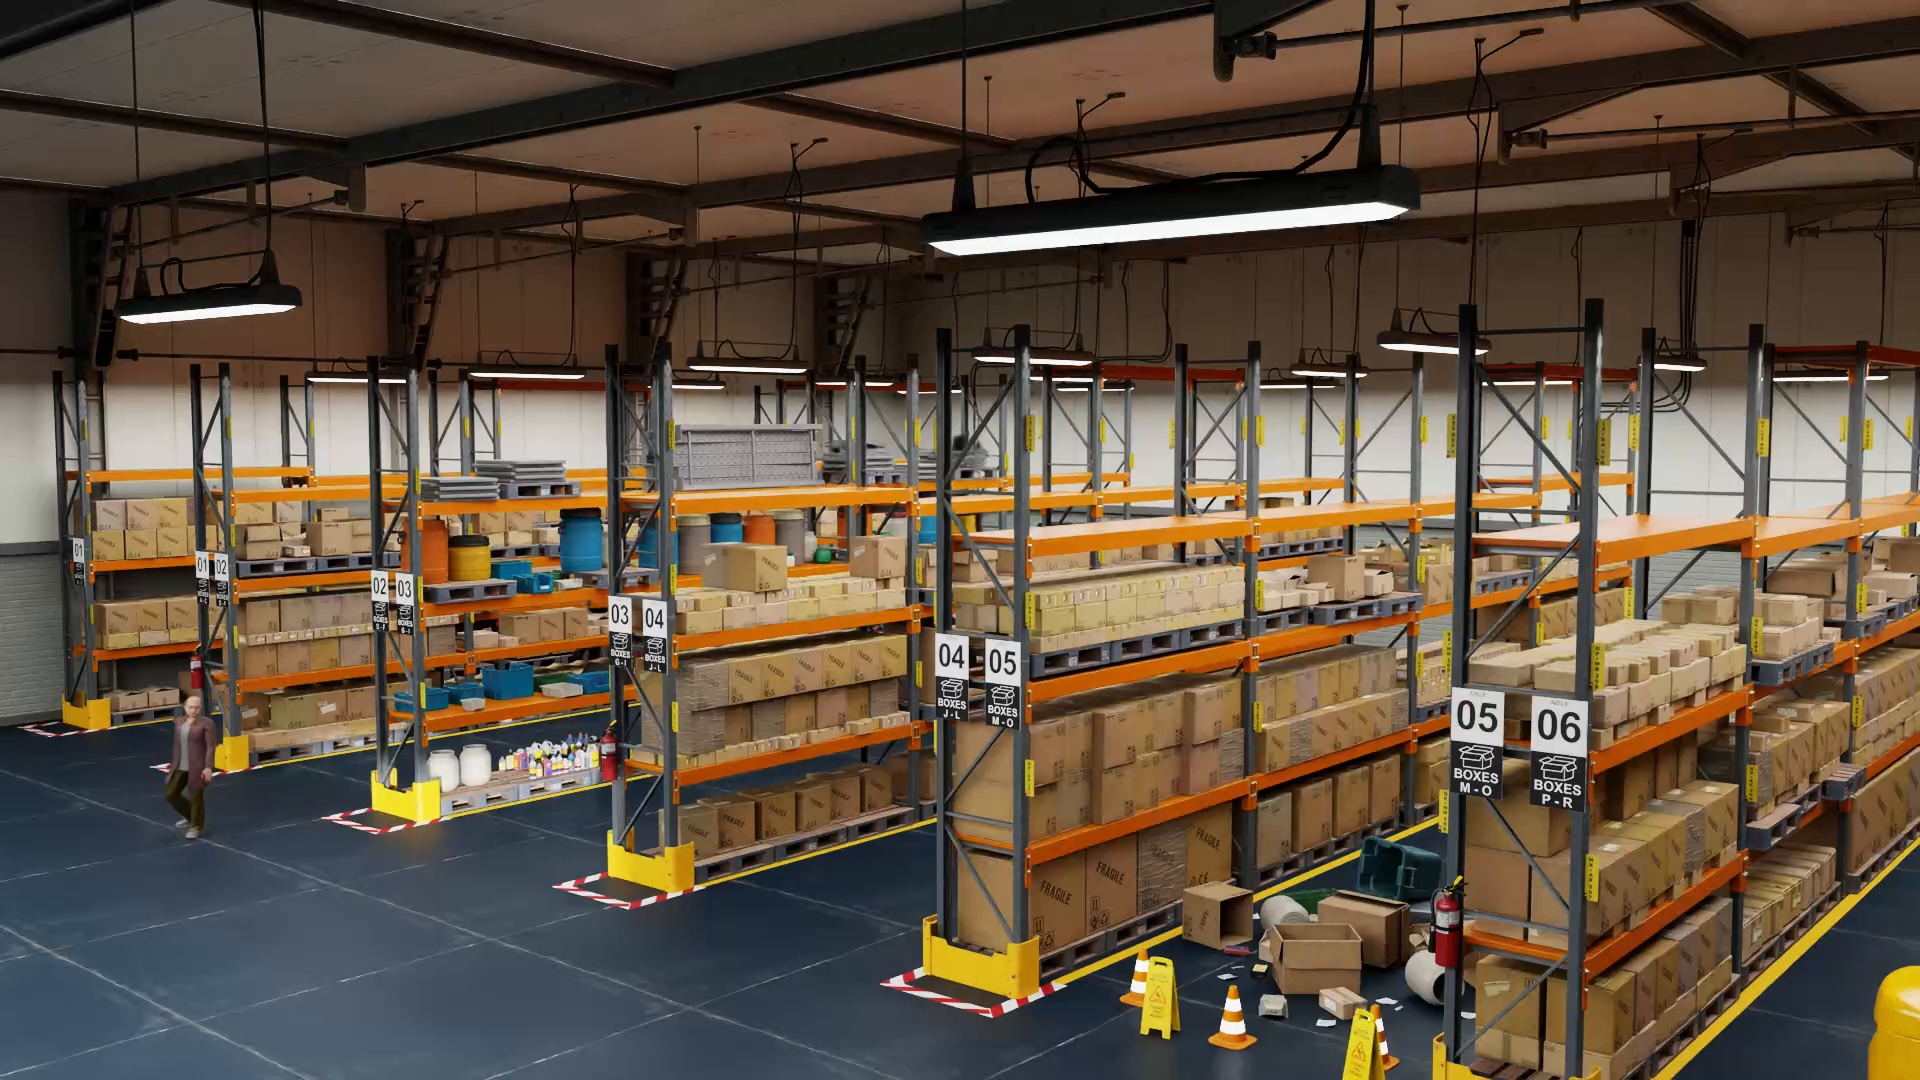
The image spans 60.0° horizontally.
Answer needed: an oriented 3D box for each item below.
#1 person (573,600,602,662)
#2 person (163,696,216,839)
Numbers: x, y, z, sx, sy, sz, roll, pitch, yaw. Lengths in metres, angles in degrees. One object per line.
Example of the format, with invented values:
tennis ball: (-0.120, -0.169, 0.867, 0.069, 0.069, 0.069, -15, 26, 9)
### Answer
person: (-7.241, 2.010, 32.532, 0.643, 1.675, 0.909, 3, 5, 34)
person: (-9.476, 2.791, 20.486, 0.674, 1.764, 0.529, 1, 4, 10)
